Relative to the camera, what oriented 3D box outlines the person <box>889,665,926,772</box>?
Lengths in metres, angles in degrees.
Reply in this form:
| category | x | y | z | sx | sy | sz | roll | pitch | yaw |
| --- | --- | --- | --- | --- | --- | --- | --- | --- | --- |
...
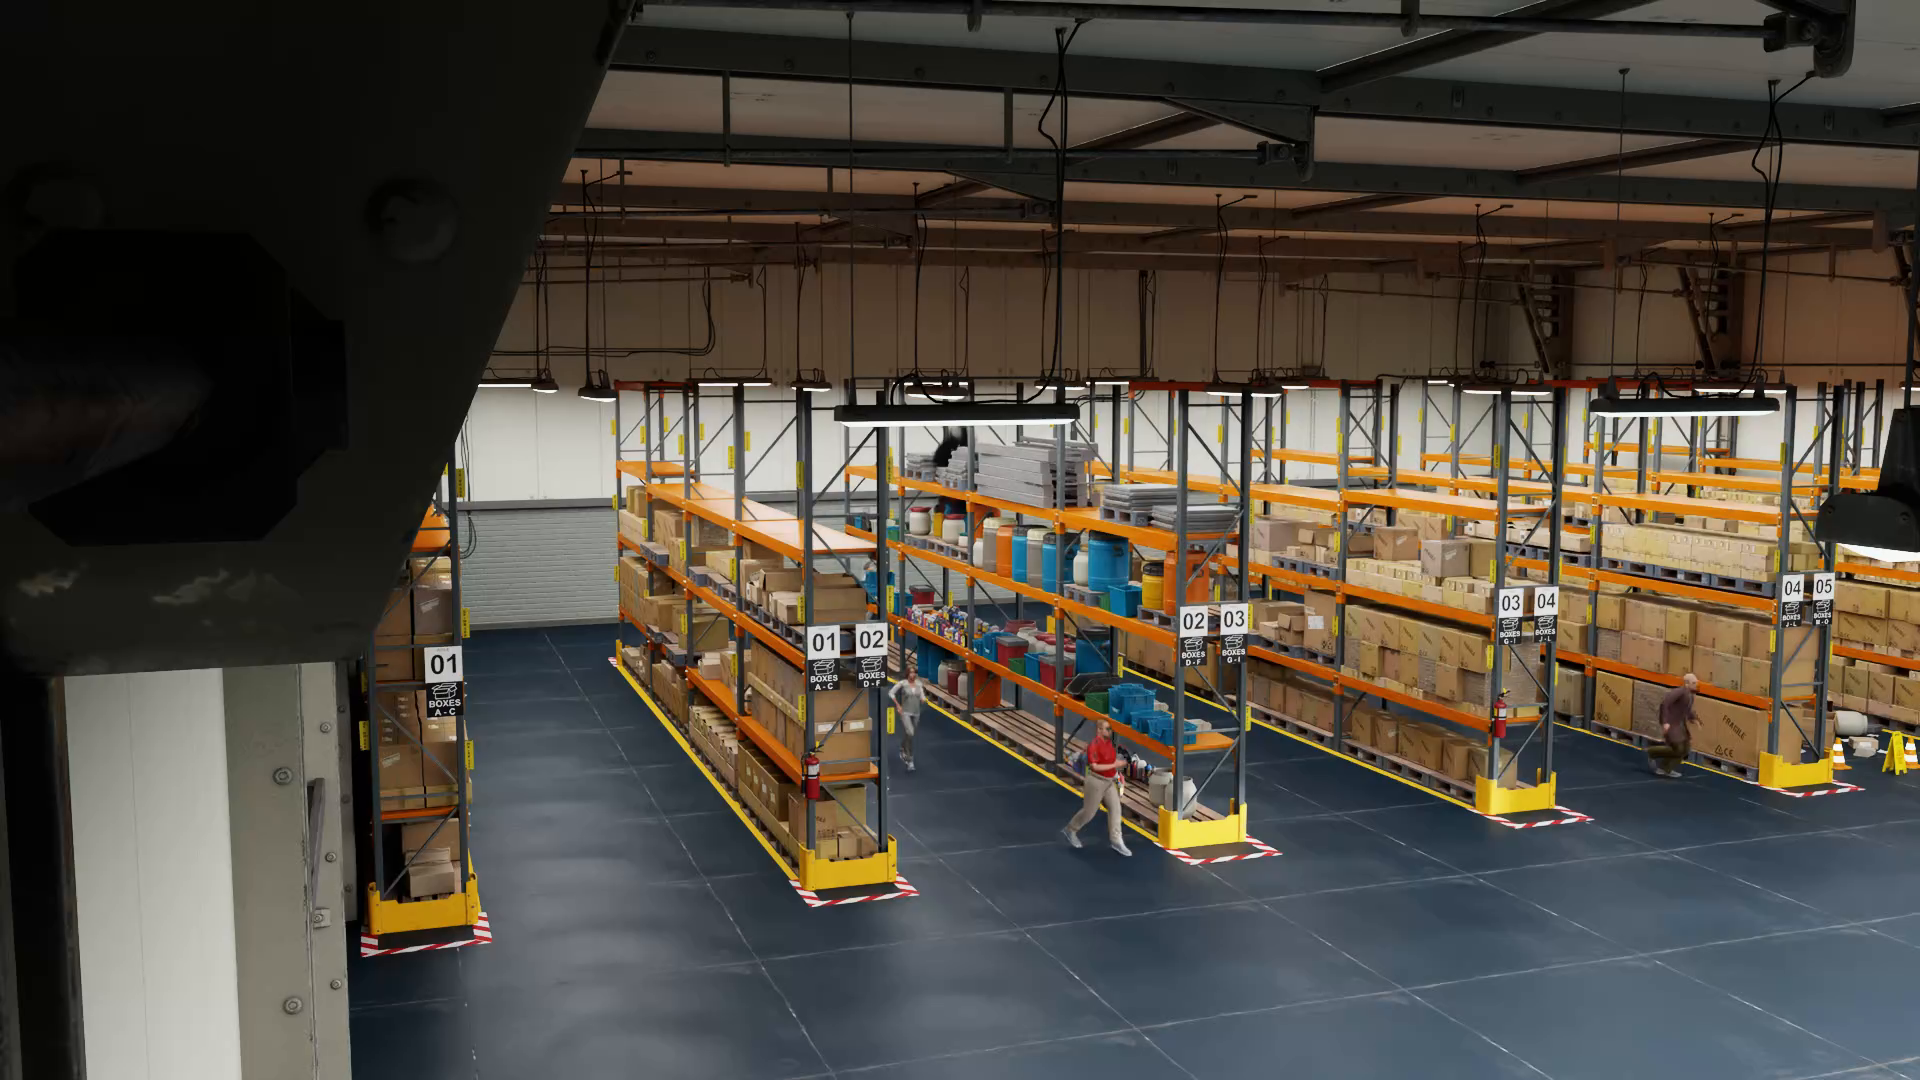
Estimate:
| category | x | y | z | sx | sy | sz | roll | pitch | yaw |
| --- | --- | --- | --- | --- | --- | --- | --- | --- | --- |
| person | -0.793 | 2.792 | 26.129 | 0.522 | 1.622 | 0.733 | -4 | 7 | -30 |

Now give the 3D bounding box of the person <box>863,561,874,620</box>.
| category | x | y | z | sx | sy | sz | roll | pitch | yaw |
| --- | --- | --- | --- | --- | --- | --- | --- | --- | --- |
| person | -2.099 | 1.307 | 39.774 | 0.529 | 1.659 | 0.605 | 1 | 6 | 7 |

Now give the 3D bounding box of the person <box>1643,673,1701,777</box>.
| category | x | y | z | sx | sy | sz | roll | pitch | yaw |
| --- | --- | --- | --- | --- | --- | --- | --- | --- | --- |
| person | 10.913 | 2.824 | 25.495 | 0.709 | 1.638 | 0.781 | -5 | 8 | -41 |

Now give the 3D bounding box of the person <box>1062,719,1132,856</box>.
| category | x | y | z | sx | sy | sz | roll | pitch | yaw |
| --- | --- | --- | --- | --- | --- | --- | --- | --- | --- |
| person | 1.790 | 3.178 | 21.526 | 0.959 | 1.747 | 0.650 | 4 | 7 | 33 |
